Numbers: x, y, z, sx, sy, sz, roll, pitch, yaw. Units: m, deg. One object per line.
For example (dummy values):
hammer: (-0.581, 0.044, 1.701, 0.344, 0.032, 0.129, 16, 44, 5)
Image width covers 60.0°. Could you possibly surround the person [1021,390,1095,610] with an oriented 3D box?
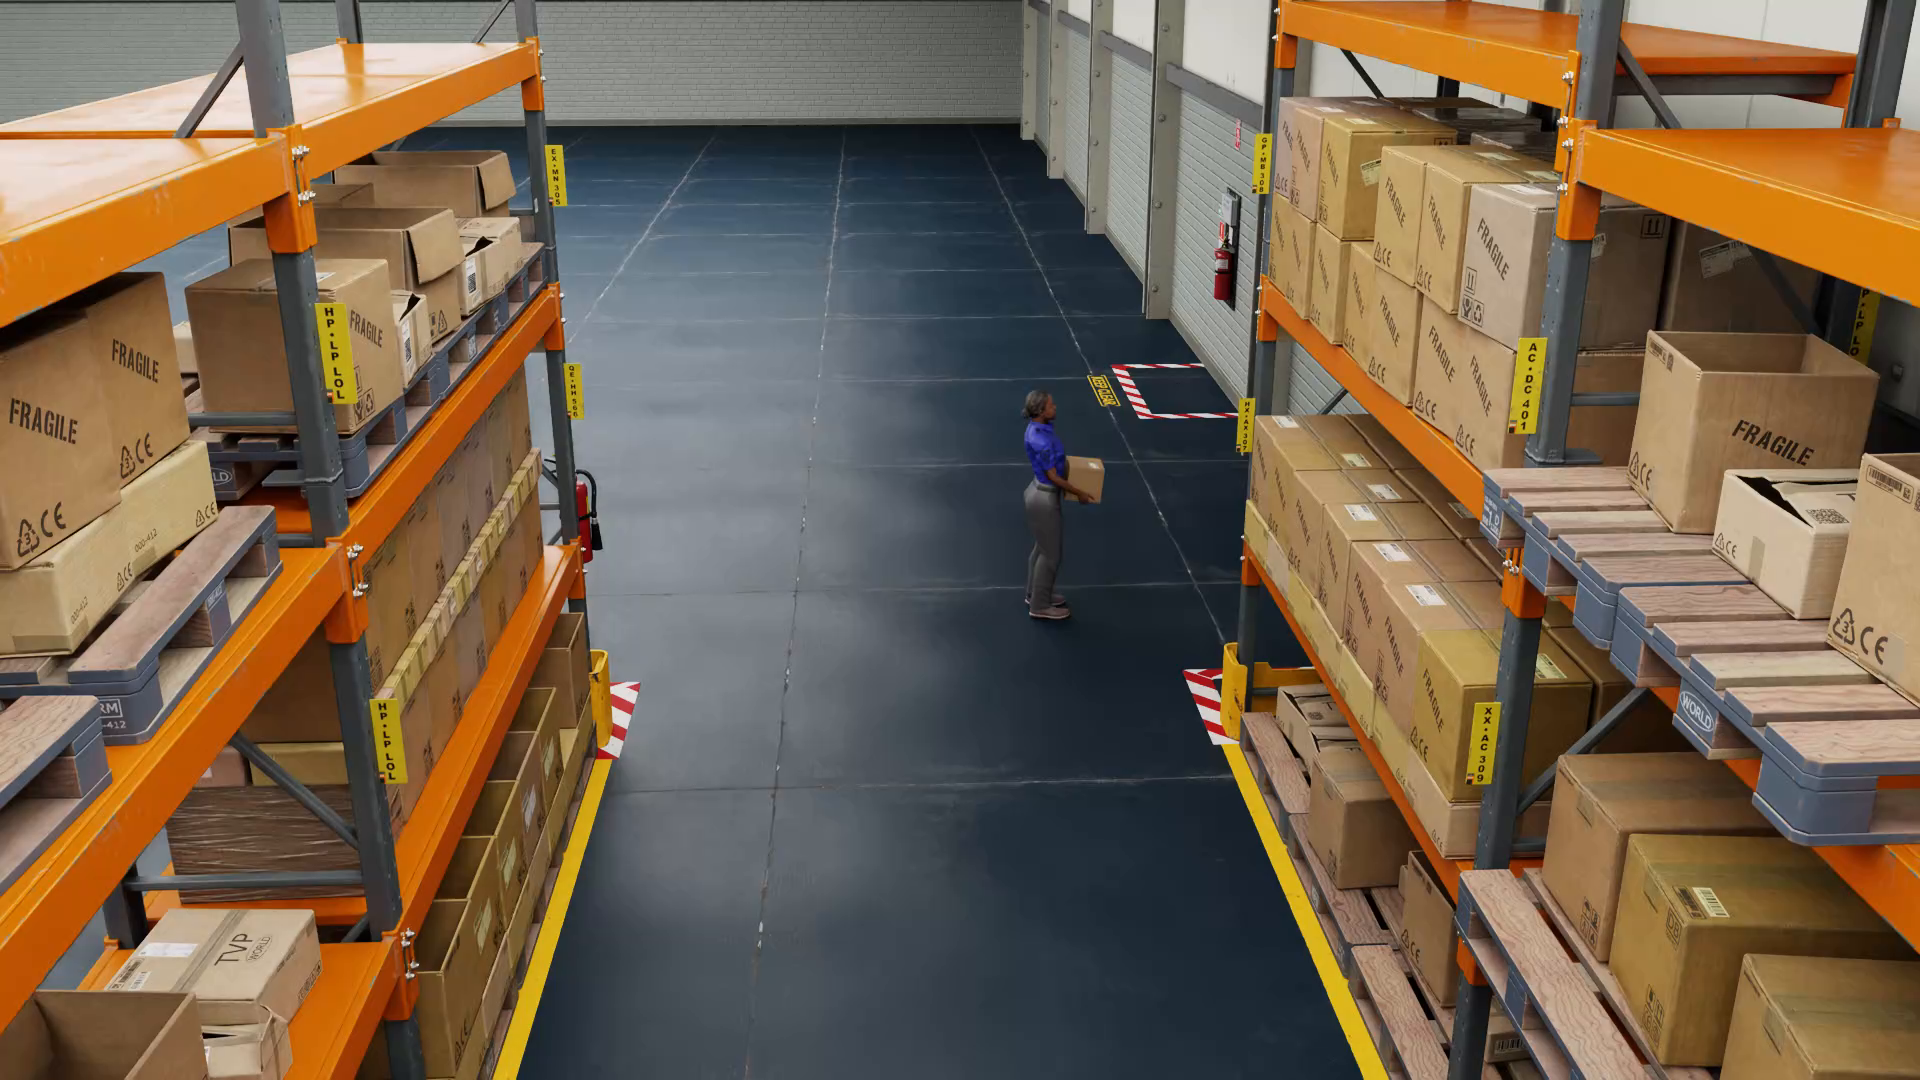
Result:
person: (0.684, -0.295, 11.784, 0.517, 1.575, 0.444, -1, 21, -2)
